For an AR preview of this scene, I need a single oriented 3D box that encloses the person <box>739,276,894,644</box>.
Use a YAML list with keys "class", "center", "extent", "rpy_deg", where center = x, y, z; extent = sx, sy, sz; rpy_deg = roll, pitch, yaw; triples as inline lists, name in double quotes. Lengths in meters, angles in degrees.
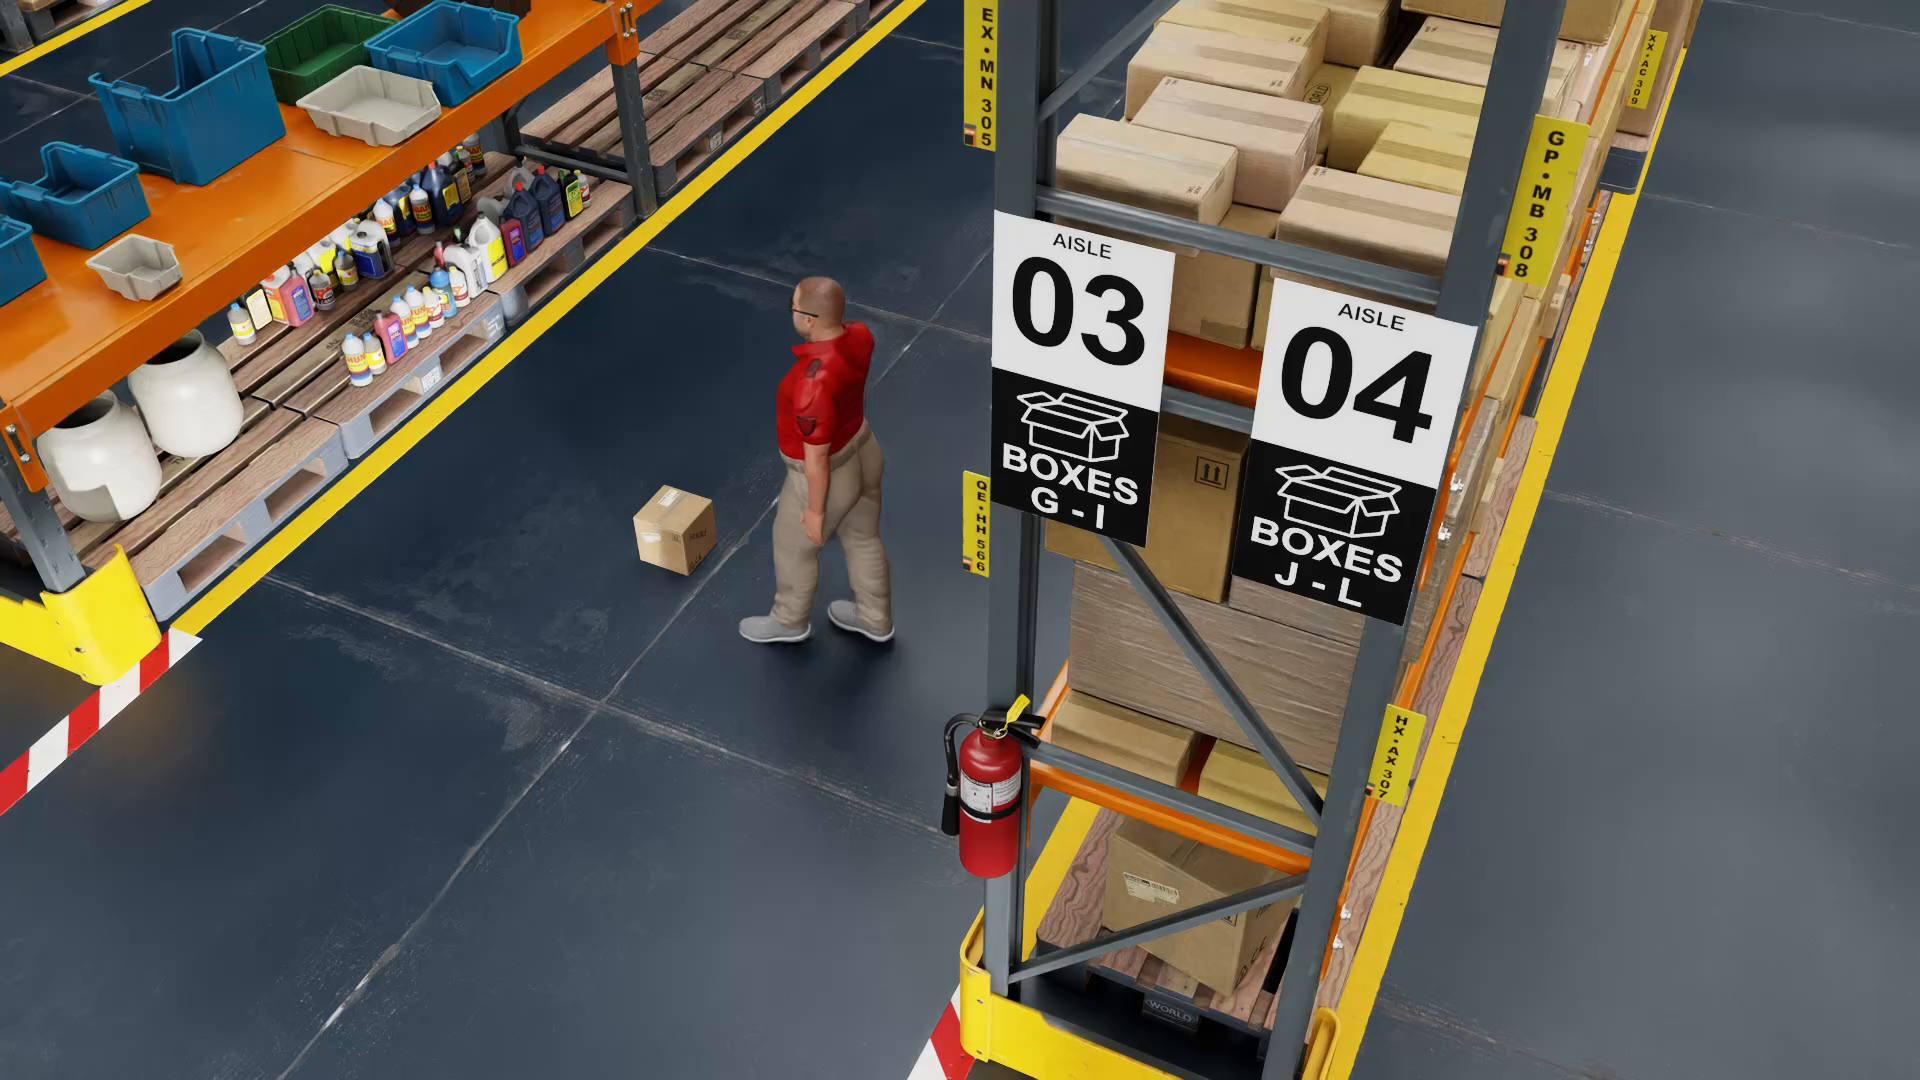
- class: "person"
  center: [-0.572, -0.286, 6.493]
  extent: [0.629, 1.753, 0.551]
  rpy_deg: [20, 45, 21]
